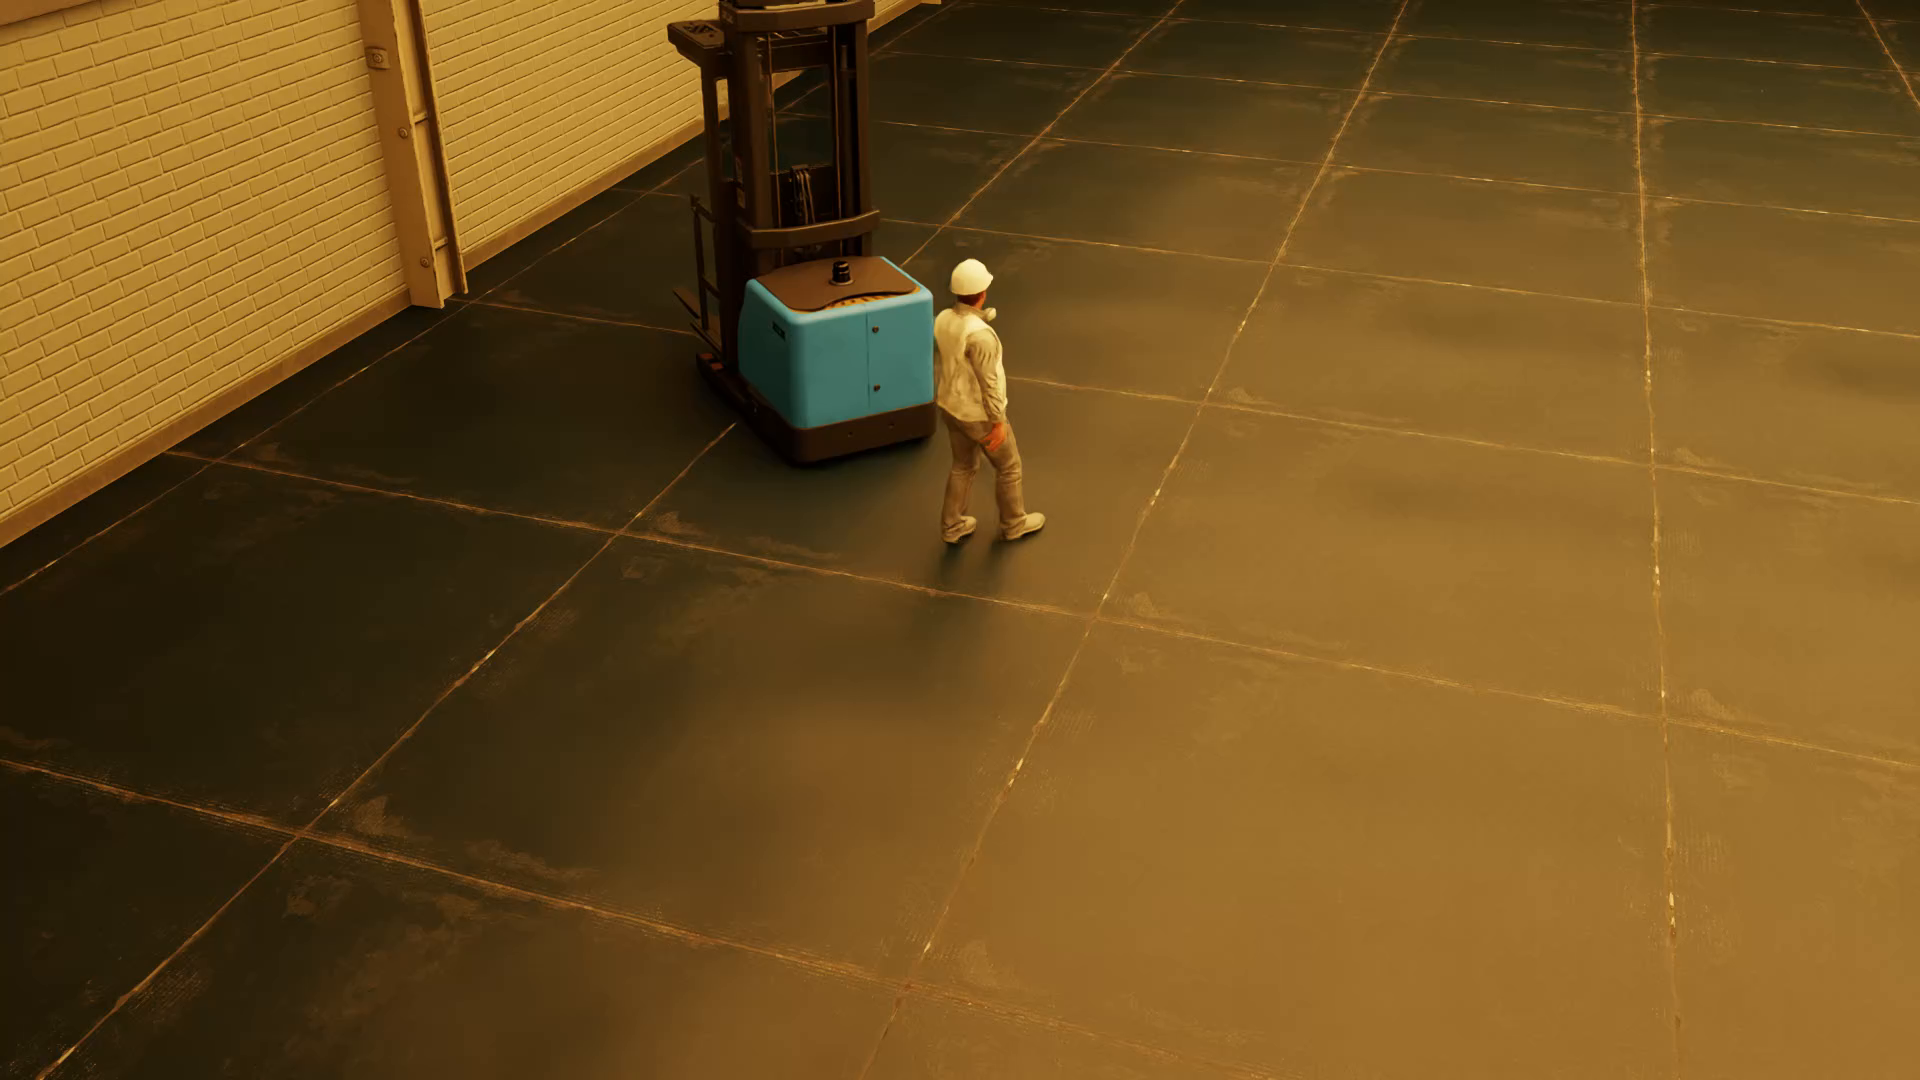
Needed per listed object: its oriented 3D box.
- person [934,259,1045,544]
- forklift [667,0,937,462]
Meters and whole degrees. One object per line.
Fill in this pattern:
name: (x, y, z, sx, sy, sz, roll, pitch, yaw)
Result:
person: (0.176, -0.816, 9.765, 0.652, 1.759, 0.669, -19, 35, -30)
forklift: (-1.281, -2.483, 11.493, 1.130, 2.935, 3.031, -14, 33, -23)
